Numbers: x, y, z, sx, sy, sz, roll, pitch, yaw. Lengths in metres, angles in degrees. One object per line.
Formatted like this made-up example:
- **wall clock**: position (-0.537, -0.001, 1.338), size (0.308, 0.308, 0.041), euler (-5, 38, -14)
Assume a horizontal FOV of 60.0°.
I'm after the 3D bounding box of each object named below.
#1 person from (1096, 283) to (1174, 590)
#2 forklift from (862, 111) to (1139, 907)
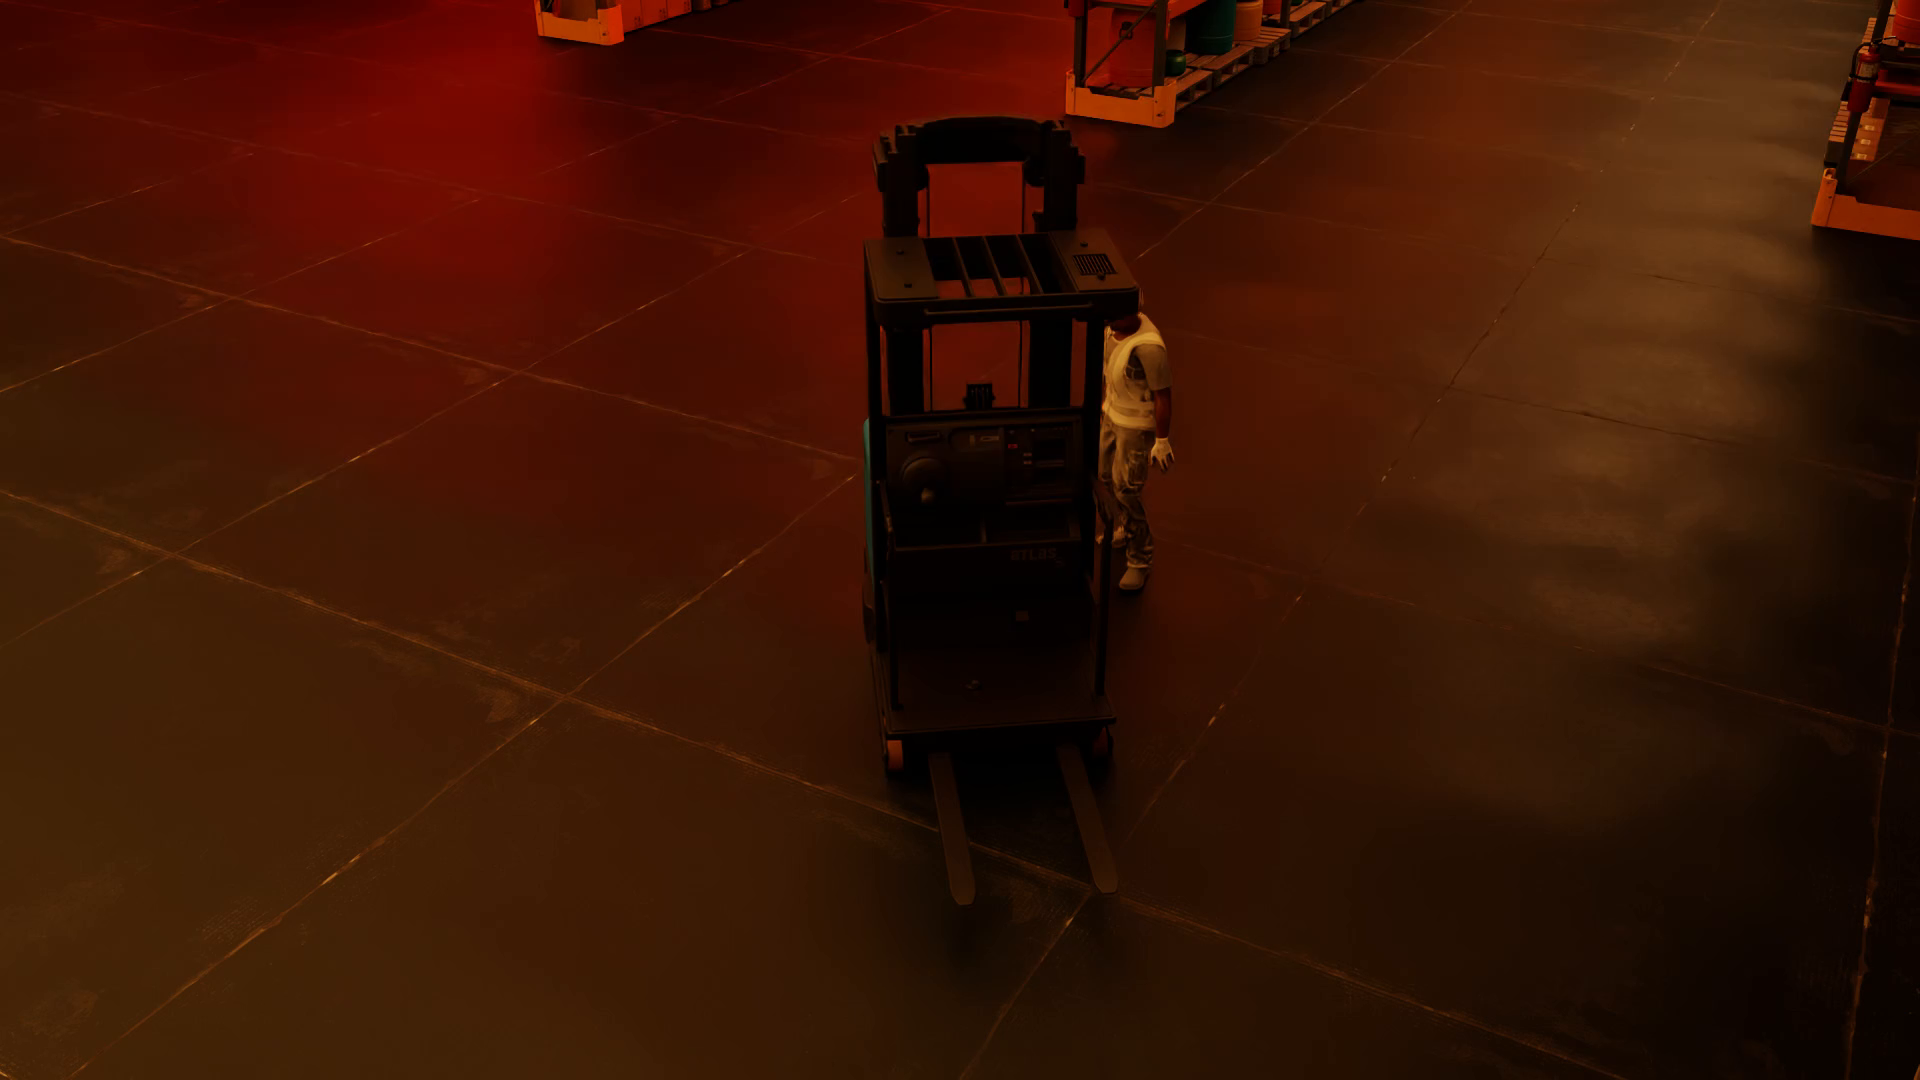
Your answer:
- **person**: position (0.944, -0.667, 9.420), size (0.440, 1.746, 0.882), euler (-9, 31, -14)
- **forklift**: position (0.147, -0.326, 7.635), size (1.130, 2.935, 3.031), euler (-3, 30, -6)
